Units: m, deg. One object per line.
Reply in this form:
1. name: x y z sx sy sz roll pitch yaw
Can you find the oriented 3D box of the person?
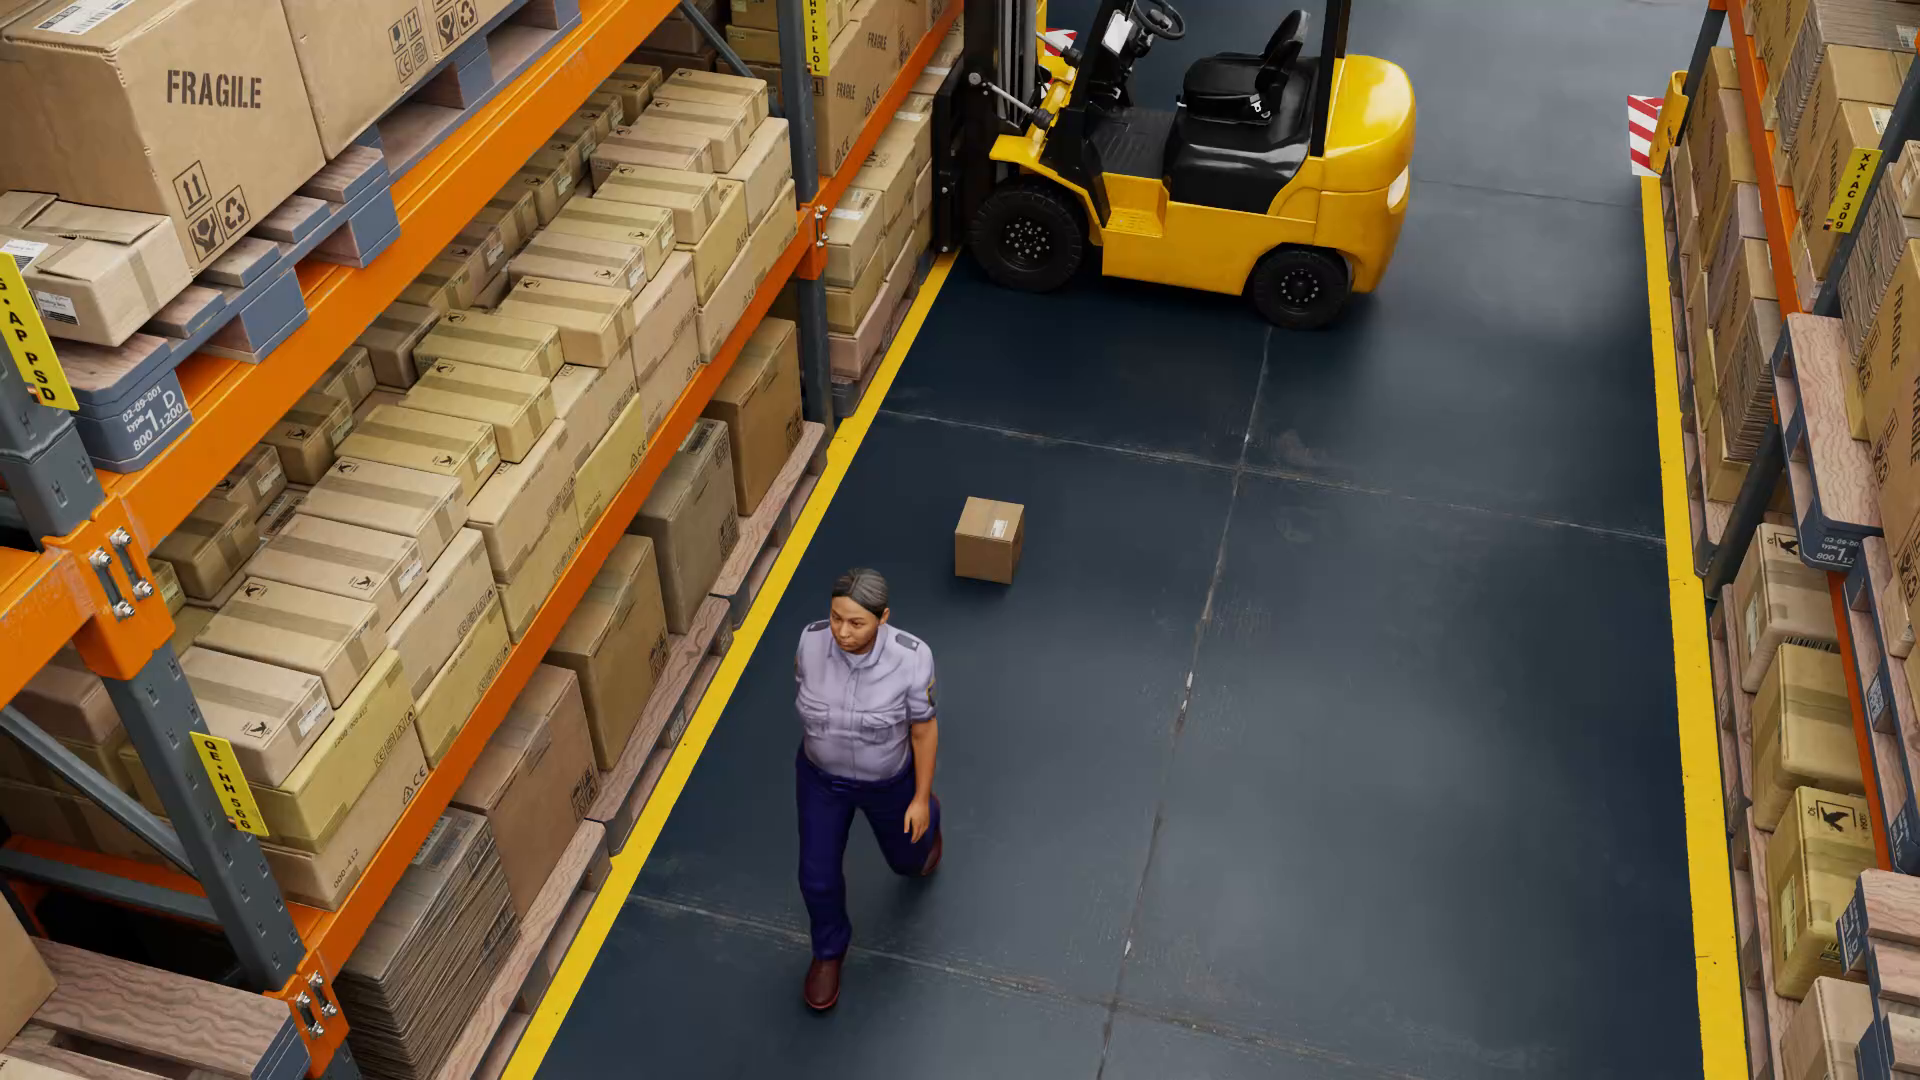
1. person: -0.297 0.726 5.332 0.480 1.603 0.836 8 42 9
